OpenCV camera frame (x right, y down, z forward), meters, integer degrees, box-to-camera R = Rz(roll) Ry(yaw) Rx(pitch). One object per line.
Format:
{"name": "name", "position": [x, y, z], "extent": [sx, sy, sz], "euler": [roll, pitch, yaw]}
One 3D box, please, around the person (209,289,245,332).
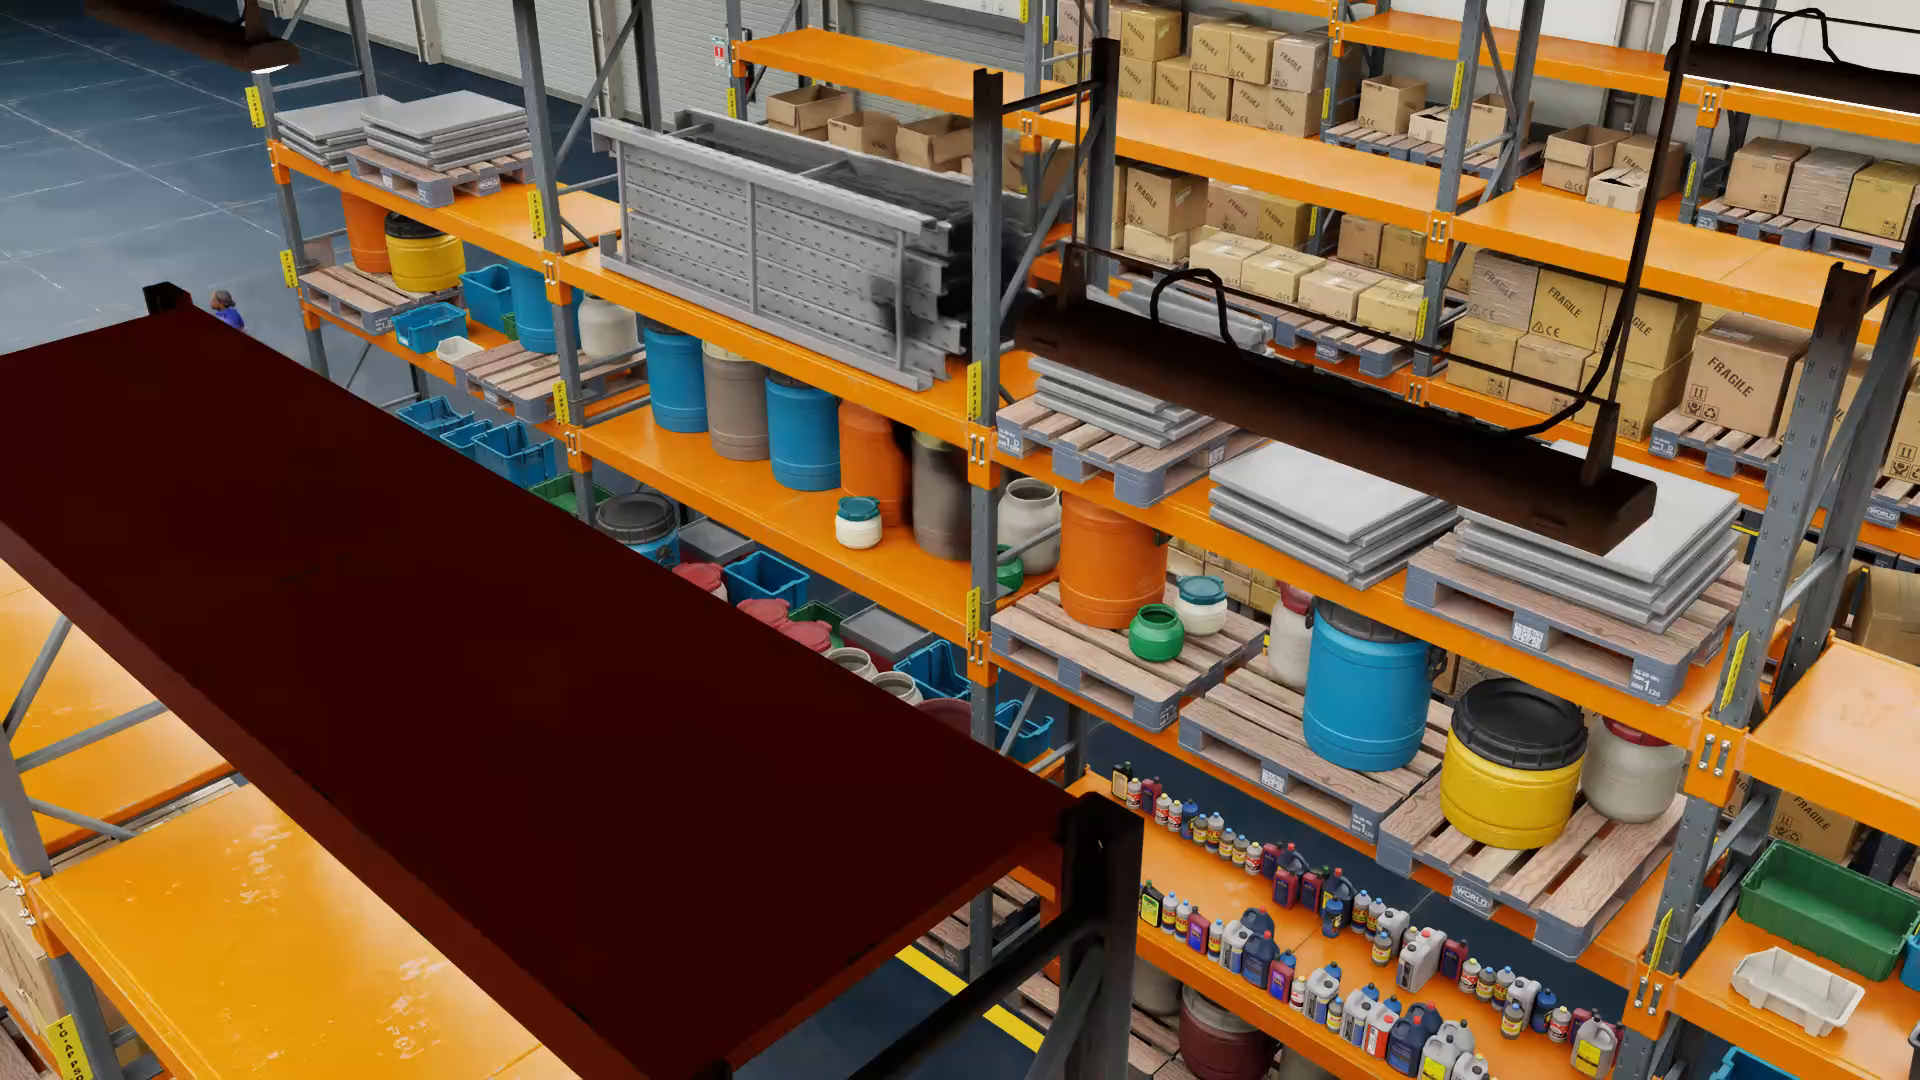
{"name": "person", "position": [-7.874, -1.963, 18.095], "extent": [0.700, 1.597, 0.581], "euler": [-9, 31, -16]}
